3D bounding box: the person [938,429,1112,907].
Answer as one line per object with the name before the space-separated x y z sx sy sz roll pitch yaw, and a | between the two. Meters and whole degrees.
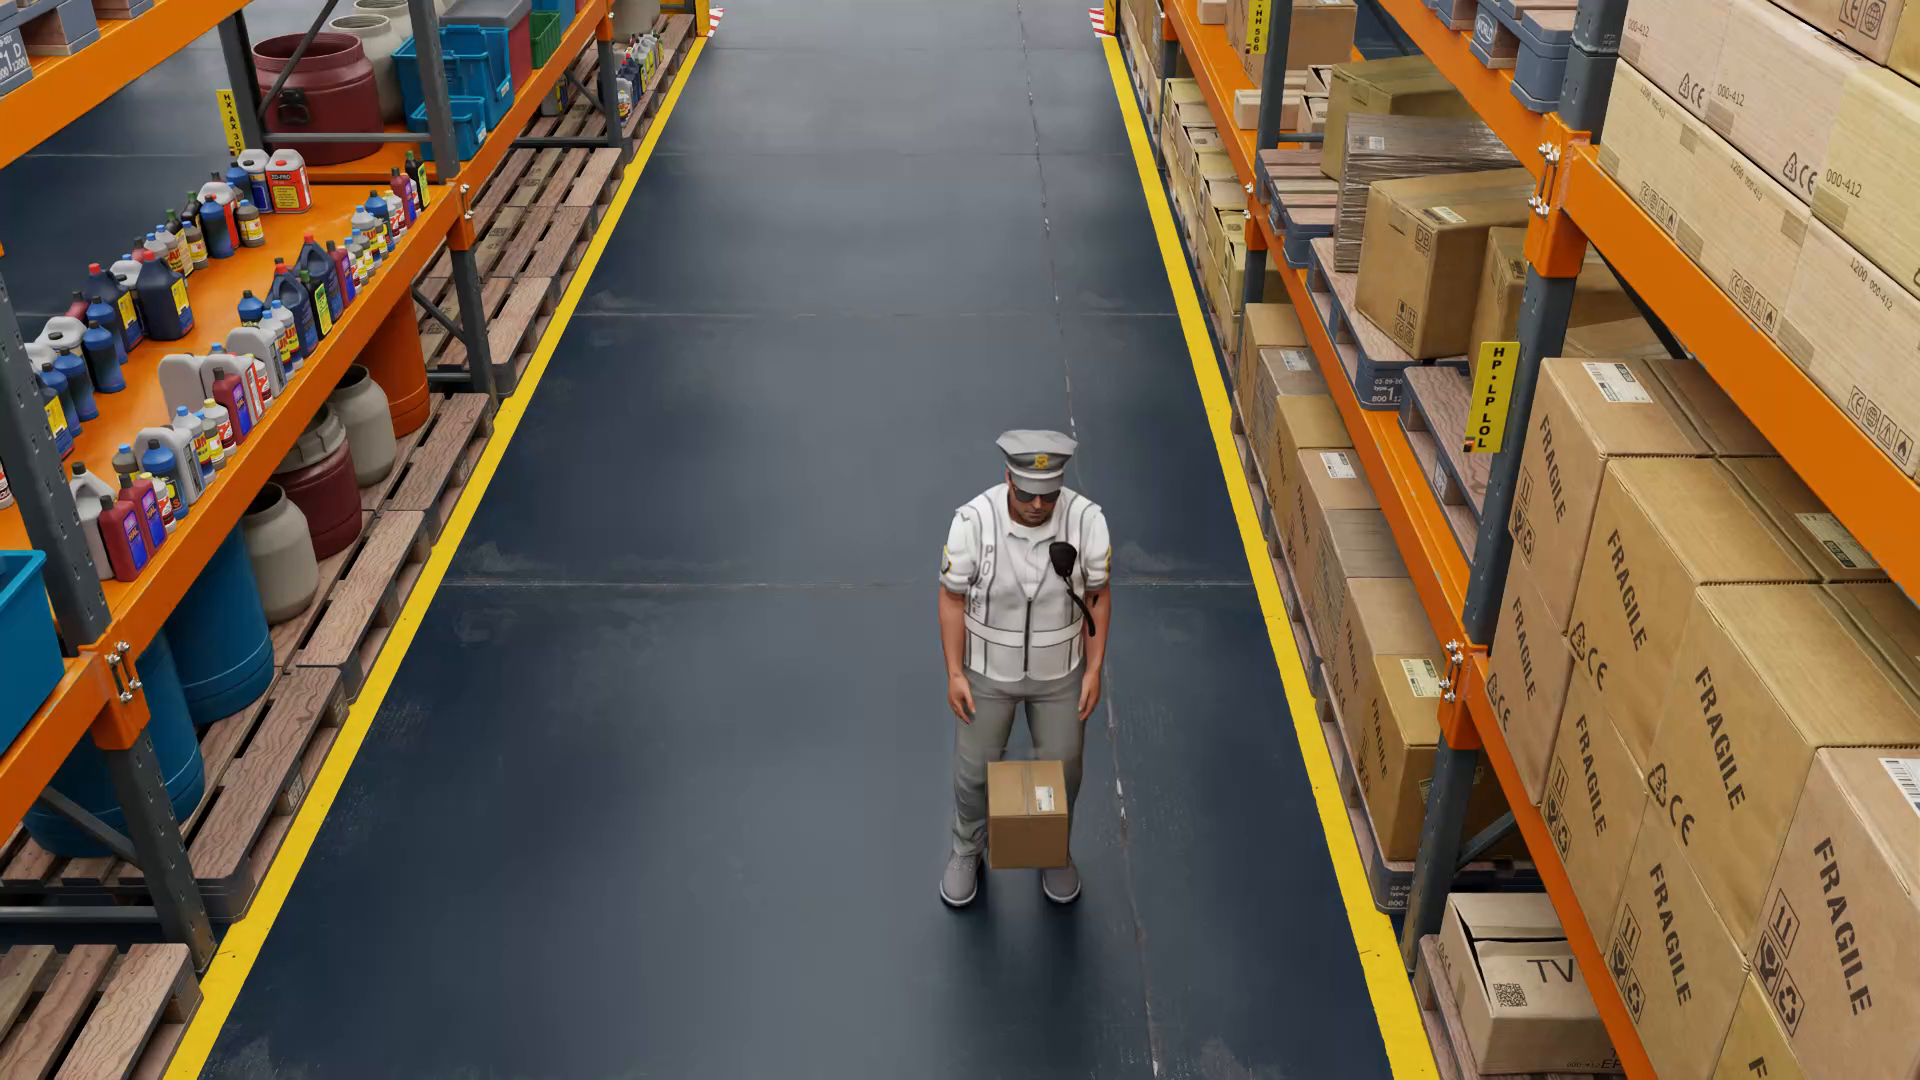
person | 0.207 0.407 5.453 0.563 1.754 0.434 -1 31 -2
